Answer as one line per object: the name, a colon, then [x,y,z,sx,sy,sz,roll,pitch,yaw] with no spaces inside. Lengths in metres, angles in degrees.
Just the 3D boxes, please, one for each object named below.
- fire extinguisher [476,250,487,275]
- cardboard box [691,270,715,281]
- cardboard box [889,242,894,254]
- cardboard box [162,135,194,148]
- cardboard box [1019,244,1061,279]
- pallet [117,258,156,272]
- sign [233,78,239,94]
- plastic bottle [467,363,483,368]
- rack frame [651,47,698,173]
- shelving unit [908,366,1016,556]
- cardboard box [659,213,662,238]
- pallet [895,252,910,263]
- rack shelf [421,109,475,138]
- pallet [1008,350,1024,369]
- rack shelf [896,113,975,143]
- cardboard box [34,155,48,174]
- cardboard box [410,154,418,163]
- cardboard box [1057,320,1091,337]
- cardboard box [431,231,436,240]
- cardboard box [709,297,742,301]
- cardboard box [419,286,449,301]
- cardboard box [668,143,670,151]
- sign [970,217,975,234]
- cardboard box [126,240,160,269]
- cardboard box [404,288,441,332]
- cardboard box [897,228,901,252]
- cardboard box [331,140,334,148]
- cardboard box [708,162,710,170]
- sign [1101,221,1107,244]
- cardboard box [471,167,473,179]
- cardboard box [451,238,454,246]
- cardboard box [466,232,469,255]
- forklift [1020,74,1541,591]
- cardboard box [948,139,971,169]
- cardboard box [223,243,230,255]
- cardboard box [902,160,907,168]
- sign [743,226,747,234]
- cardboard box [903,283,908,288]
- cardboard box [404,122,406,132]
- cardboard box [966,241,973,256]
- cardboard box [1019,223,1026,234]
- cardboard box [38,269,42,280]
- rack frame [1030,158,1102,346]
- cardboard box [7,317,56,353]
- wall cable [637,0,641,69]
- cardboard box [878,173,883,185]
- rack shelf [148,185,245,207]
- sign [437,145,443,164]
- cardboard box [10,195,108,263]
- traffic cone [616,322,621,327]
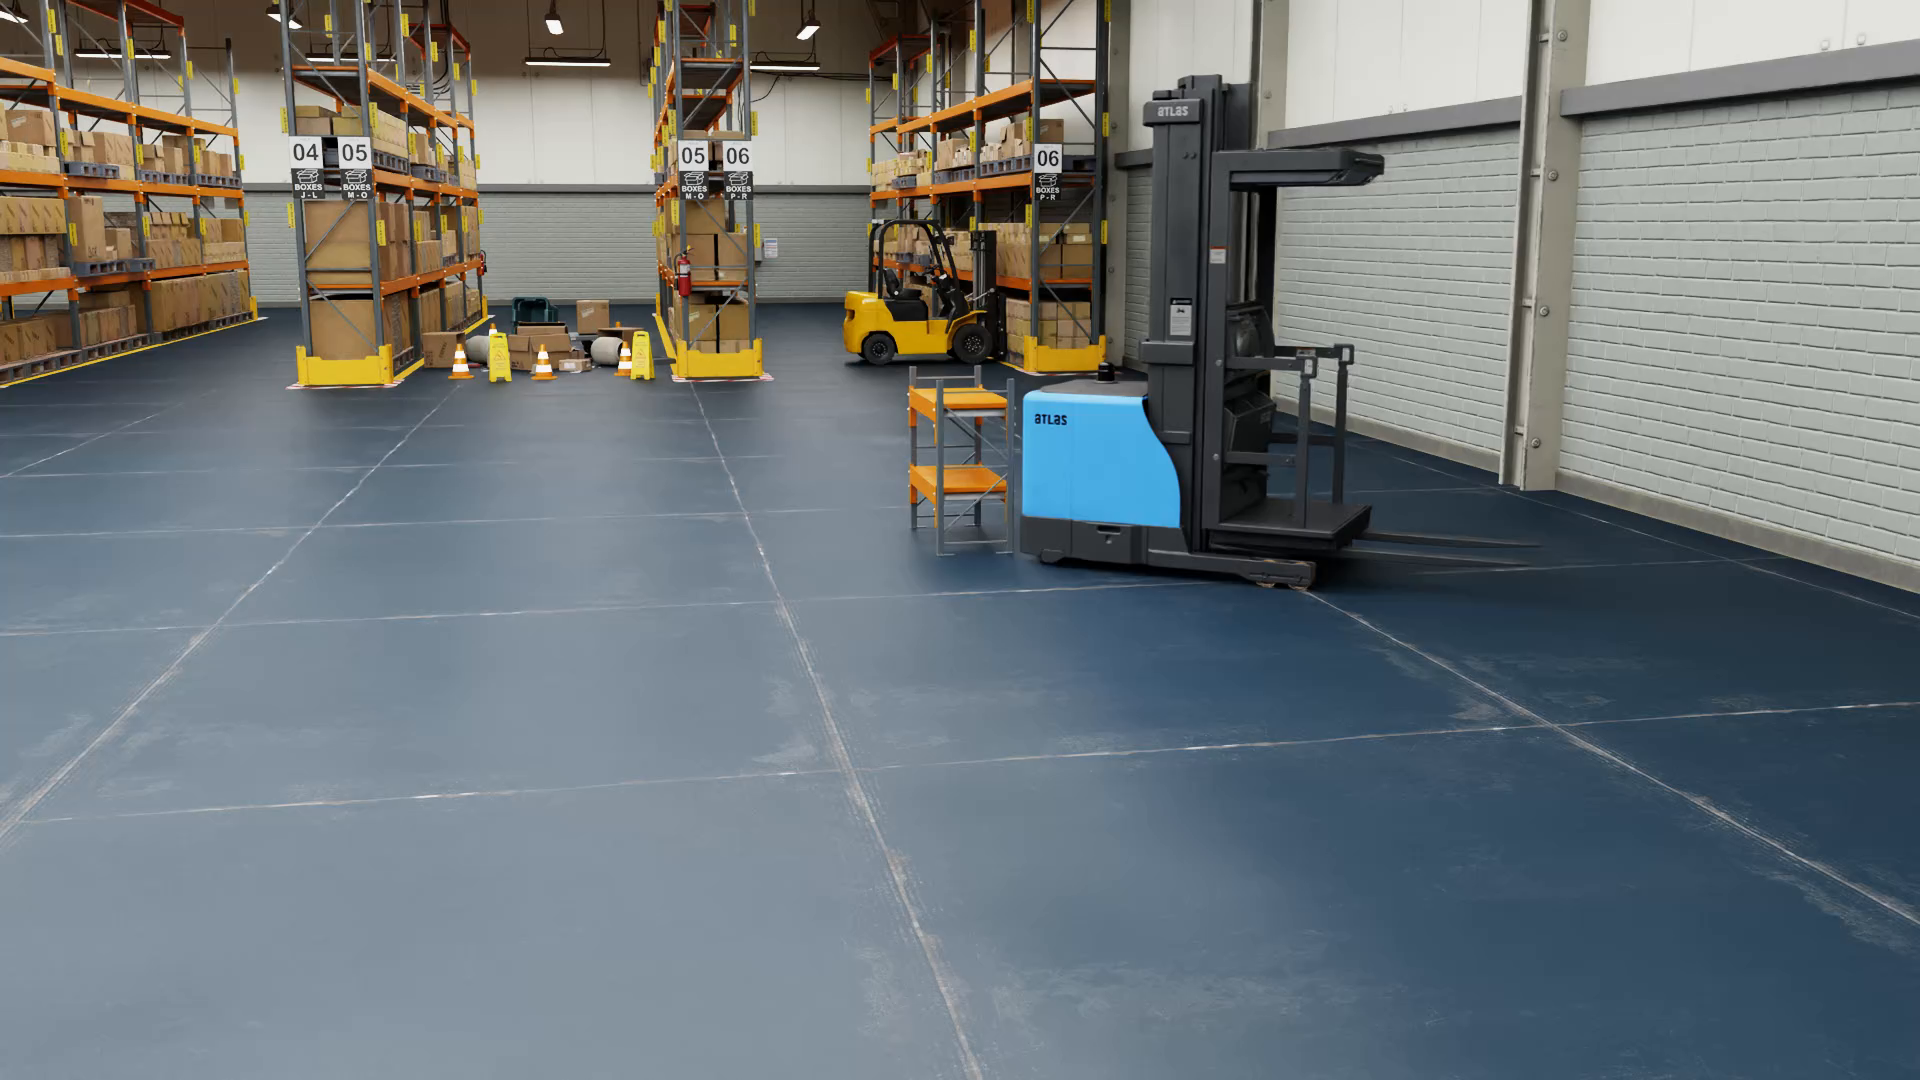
fire extinguisher: [-10.891,-6.345,37.713,0.296,0.674,0.183,-2,11,-11]
cardboard box: [-3.630,-3.704,23.309,0.380,0.149,0.250,-2,11,-9]
cardboard box: [-1.263,-6.397,36.391,0.500,0.250,0.500,-2,11,-11]
cardboard box: [-15.578,-7.927,33.135,0.500,0.250,0.500,-3,11,-15]
cardboard box: [1.168,-4.078,24.333,0.500,0.500,0.500,-2,11,-12]
pallet: [-14.381,-4.653,28.133,1.213,0.211,1.003,-2,11,-11]
sign: [-15.645,-9.803,35.924,0.100,0.325,0.005,-2,11,-11]
plastic bottle: [-7.215,-2.580,24.589,0.283,0.061,0.133,-6,13,-31]
rack frame: [-6.459,-9.649,37.823,1.000,3.000,0.127,-2,11,-11]
shelving unit: [-0.001,-0.554,11.098,0.538,1.125,1.048,-2,11,-11]
cardboard box: [-5.877,-6.417,33.947,0.500,0.500,0.500,-2,11,-10]
pallet: [-0.764,-5.904,34.708,1.003,0.211,1.213,-2,11,-11]
rack shelf: [-10.906,-8.728,34.920,1.077,0.370,4.000,-2,11,-11]
pallet: [1.331,-2.717,24.907,1.003,0.211,1.213,-2,11,-11]
rack shelf: [-0.424,-8.180,33.098,1.077,0.370,4.000,-2,11,-11]
cardboard box: [-13.410,-5.370,23.766,0.500,0.250,0.500,-2,11,-10]
cardboard box: [-8.978,-6.174,26.872,0.380,0.149,0.250,-2,11,-11]
cardboard box: [1.633,-3.143,24.582,0.500,0.250,0.500,-2,11,-10]
cardboard box: [-9.640,-5.503,30.047,0.380,0.149,0.250,-2,11,-11]
cardboard box: [-3.646,-3.533,25.959,0.500,0.500,0.500,-2,11,-10]
cardboard box: [-9.635,-4.518,30.467,0.500,0.250,0.500,-3,11,-14]
cardboard box: [-4.384,-6.173,26.123,0.380,0.149,0.250,-2,11,-12]
sign: [0.213,-5.190,27.558,0.100,0.325,0.005,-2,11,-11]
cardboard box: [-14.451,-5.022,29.292,0.500,0.500,0.500,-2,11,-9]
cardboard box: [-9.709,-4.022,29.199,1.050,0.750,0.750,-2,11,-12]
cardboard box: [-0.938,-6.308,34.924,0.700,0.500,0.500,-2,11,-10]
cardboard box: [-8.727,-5.362,22.607,0.380,0.149,0.250,-2,11,-10]
cardboard box: [-3.774,-5.316,23.752,0.380,0.149,0.250,-2,11,-11]
sign: [2.067,-4.431,23.930,0.100,0.325,0.005,-2,11,-11]
cardboard box: [-10.855,-7.979,36.140,0.500,0.250,0.500,-2,11,-13]
cardboard box: [-10.148,-5.839,32.603,0.380,0.149,0.250,-2,11,-9]
cardboard box: [-10.469,-6.155,34.450,0.500,0.500,0.500,-2,11,-11]
forklift: [1.935,-1.259,9.970,3.031,2.935,1.130,5,12,24]
cardboard box: [0.065,-6.865,29.563,0.500,0.500,0.500,-2,11,-10]
cardboard box: [-15.523,-6.053,34.580,0.500,0.250,0.500,-2,11,-11]
cardboard box: [-0.980,-7.689,34.037,0.380,0.149,0.250,-2,11,-12]
sign: [-5.584,-8.226,44.185,0.339,0.242,0.001,-2,11,-11]
cardboard box: [-1.004,-5.371,35.218,0.380,0.149,0.250,-2,11,-8]
cardboard box: [-8.577,-6.244,25.105,0.380,0.149,0.250,-2,11,-11]
cardboard box: [0.397,-4.935,28.164,0.500,0.250,0.500,-2,11,-12]
cardboard box: [1.089,-4.611,24.604,0.380,0.149,0.250,-2,11,-10]
cardboard box: [-13.409,-3.801,23.819,0.380,0.149,0.250,-2,11,-11]
rack frame: [1.521,-3.948,23.918,1.000,3.000,0.127,-2,11,-11]
cardboard box: [-13.807,-3.044,24.728,0.500,0.500,0.500,-2,11,-13]
wall cable: [-9.359,-13.572,42.391,2.355,3.000,0.029,-2,11,-11]
cardboard box: [-1.566,-8.151,37.580,0.500,0.250,0.500,-2,11,-13]
rack shelf: [-15.791,-7.094,34.350,1.077,0.370,4.000,-2,11,-11]
sign: [-9.193,-6.821,29.394,0.100,0.325,0.005,-2,11,-11]
cardboard box: [-13.863,-4.792,25.624,1.000,1.000,1.000,-2,11,-11]
traffic cone: [-5.739,-3.431,27.985,0.336,0.463,0.334,-2,11,-11]
